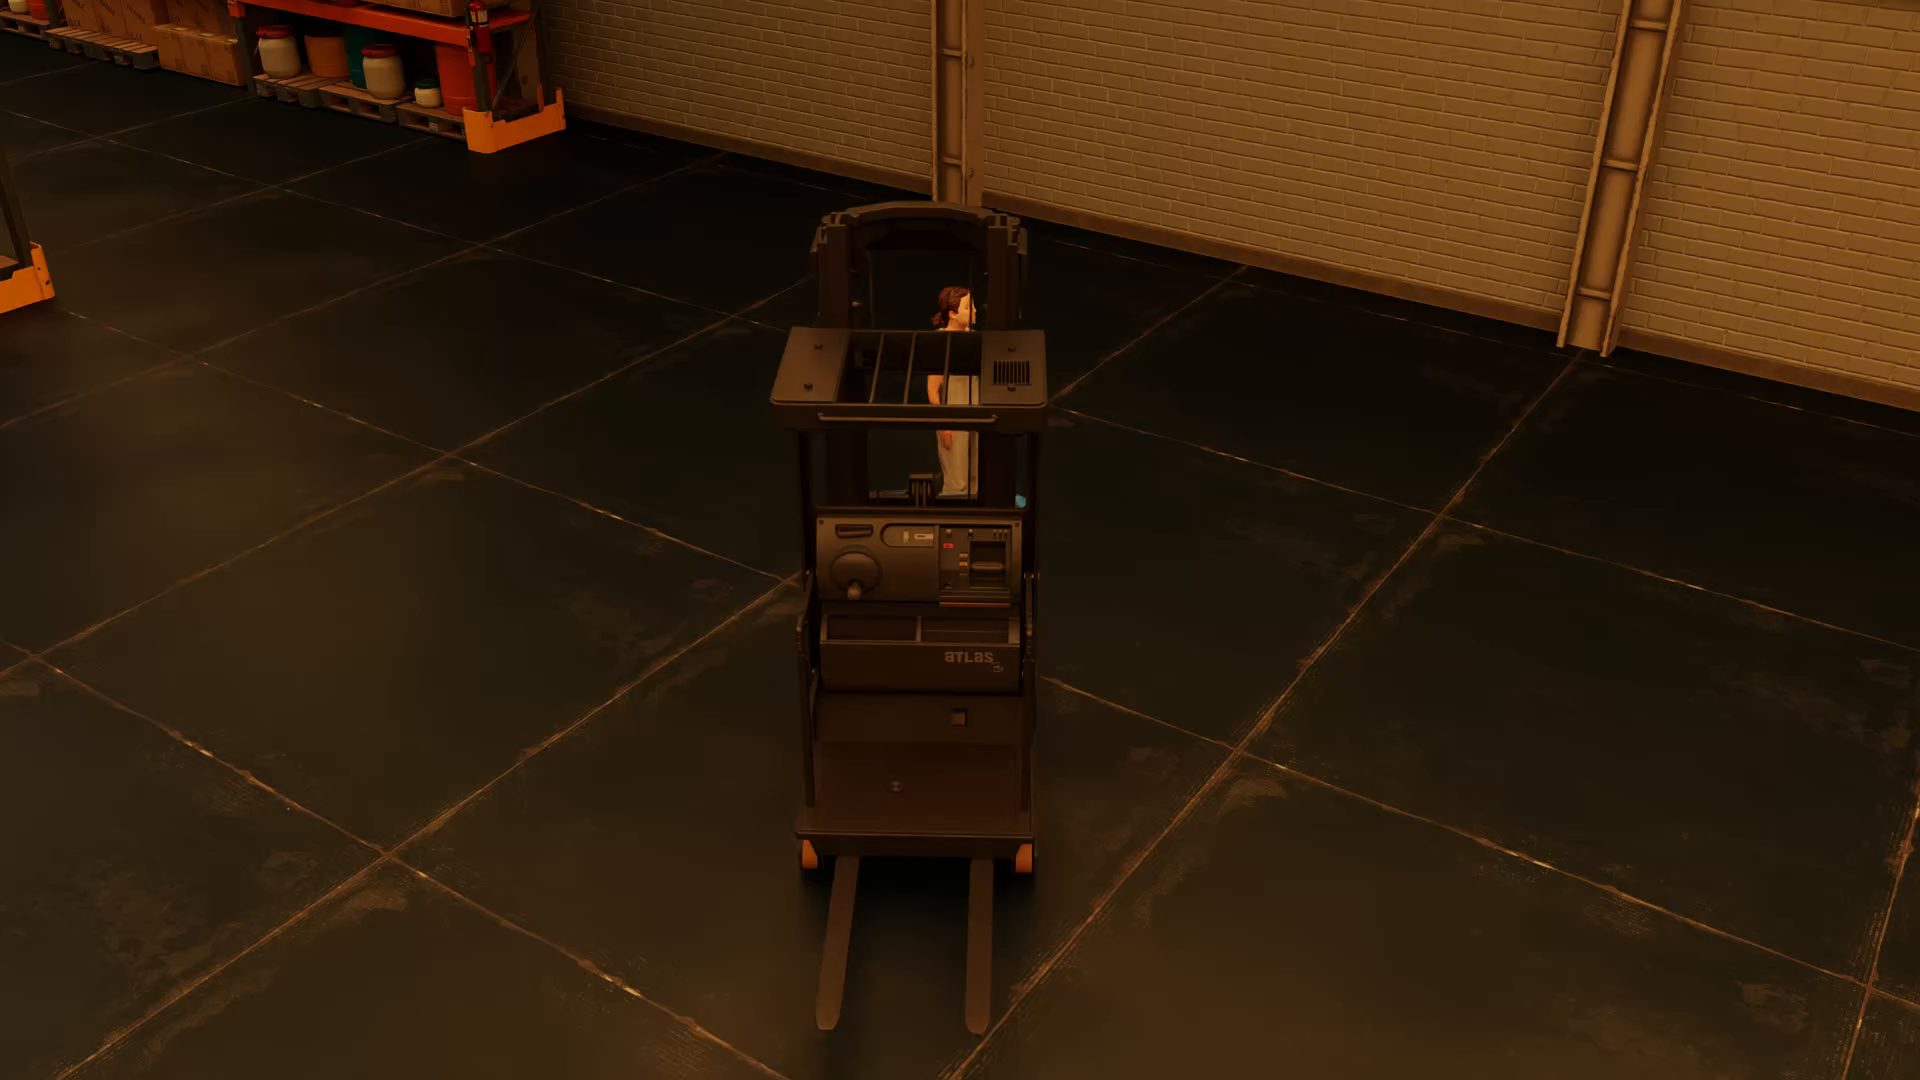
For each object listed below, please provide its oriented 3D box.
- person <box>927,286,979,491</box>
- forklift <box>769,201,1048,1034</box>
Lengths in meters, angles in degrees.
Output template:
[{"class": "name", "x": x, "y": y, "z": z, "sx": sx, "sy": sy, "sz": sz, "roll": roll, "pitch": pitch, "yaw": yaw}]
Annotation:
[{"class": "person", "x": 0.054, "y": -0.705, "z": 10.031, "sx": 0.549, "sy": 1.675, "sz": 0.550, "roll": 19, "pitch": 35, "yaw": 29}, {"class": "forklift", "x": -0.189, "y": 0.135, "z": 7.349, "sx": 1.130, "sy": 2.935, "sz": 3.031, "roll": 1, "pitch": 30, "yaw": 1}]
